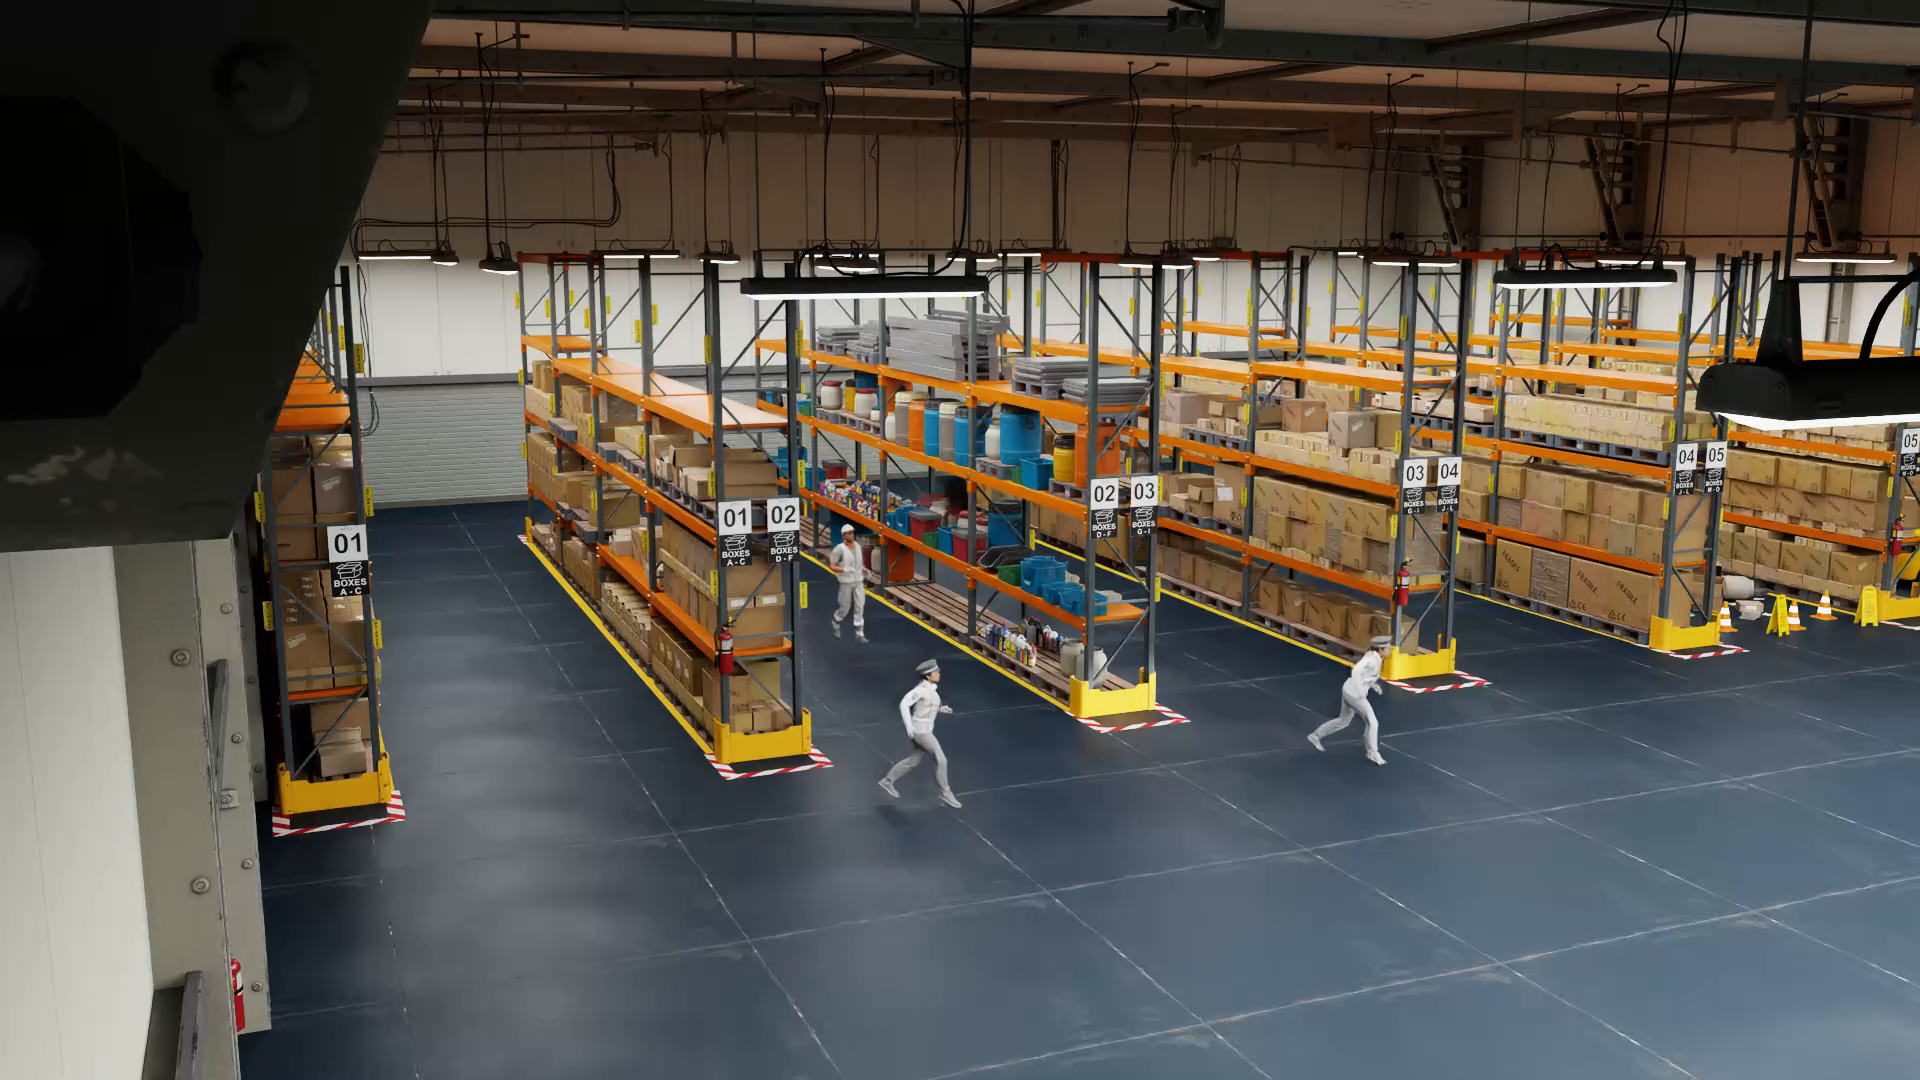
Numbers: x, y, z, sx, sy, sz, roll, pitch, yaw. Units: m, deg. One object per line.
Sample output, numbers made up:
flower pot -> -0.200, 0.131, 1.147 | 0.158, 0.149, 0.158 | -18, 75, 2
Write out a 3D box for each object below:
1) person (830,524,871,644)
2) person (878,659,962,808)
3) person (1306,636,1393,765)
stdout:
person -> -1.640, 0.653, 24.944 | 0.672, 1.783, 0.841 | -8, 13, -36
person -> -0.448, 2.160, 18.583 | 0.934, 1.721, 0.634 | 1, 10, 6
person -> 4.714, 1.940, 20.145 | 0.979, 1.628, 0.654 | 3, 11, 15
